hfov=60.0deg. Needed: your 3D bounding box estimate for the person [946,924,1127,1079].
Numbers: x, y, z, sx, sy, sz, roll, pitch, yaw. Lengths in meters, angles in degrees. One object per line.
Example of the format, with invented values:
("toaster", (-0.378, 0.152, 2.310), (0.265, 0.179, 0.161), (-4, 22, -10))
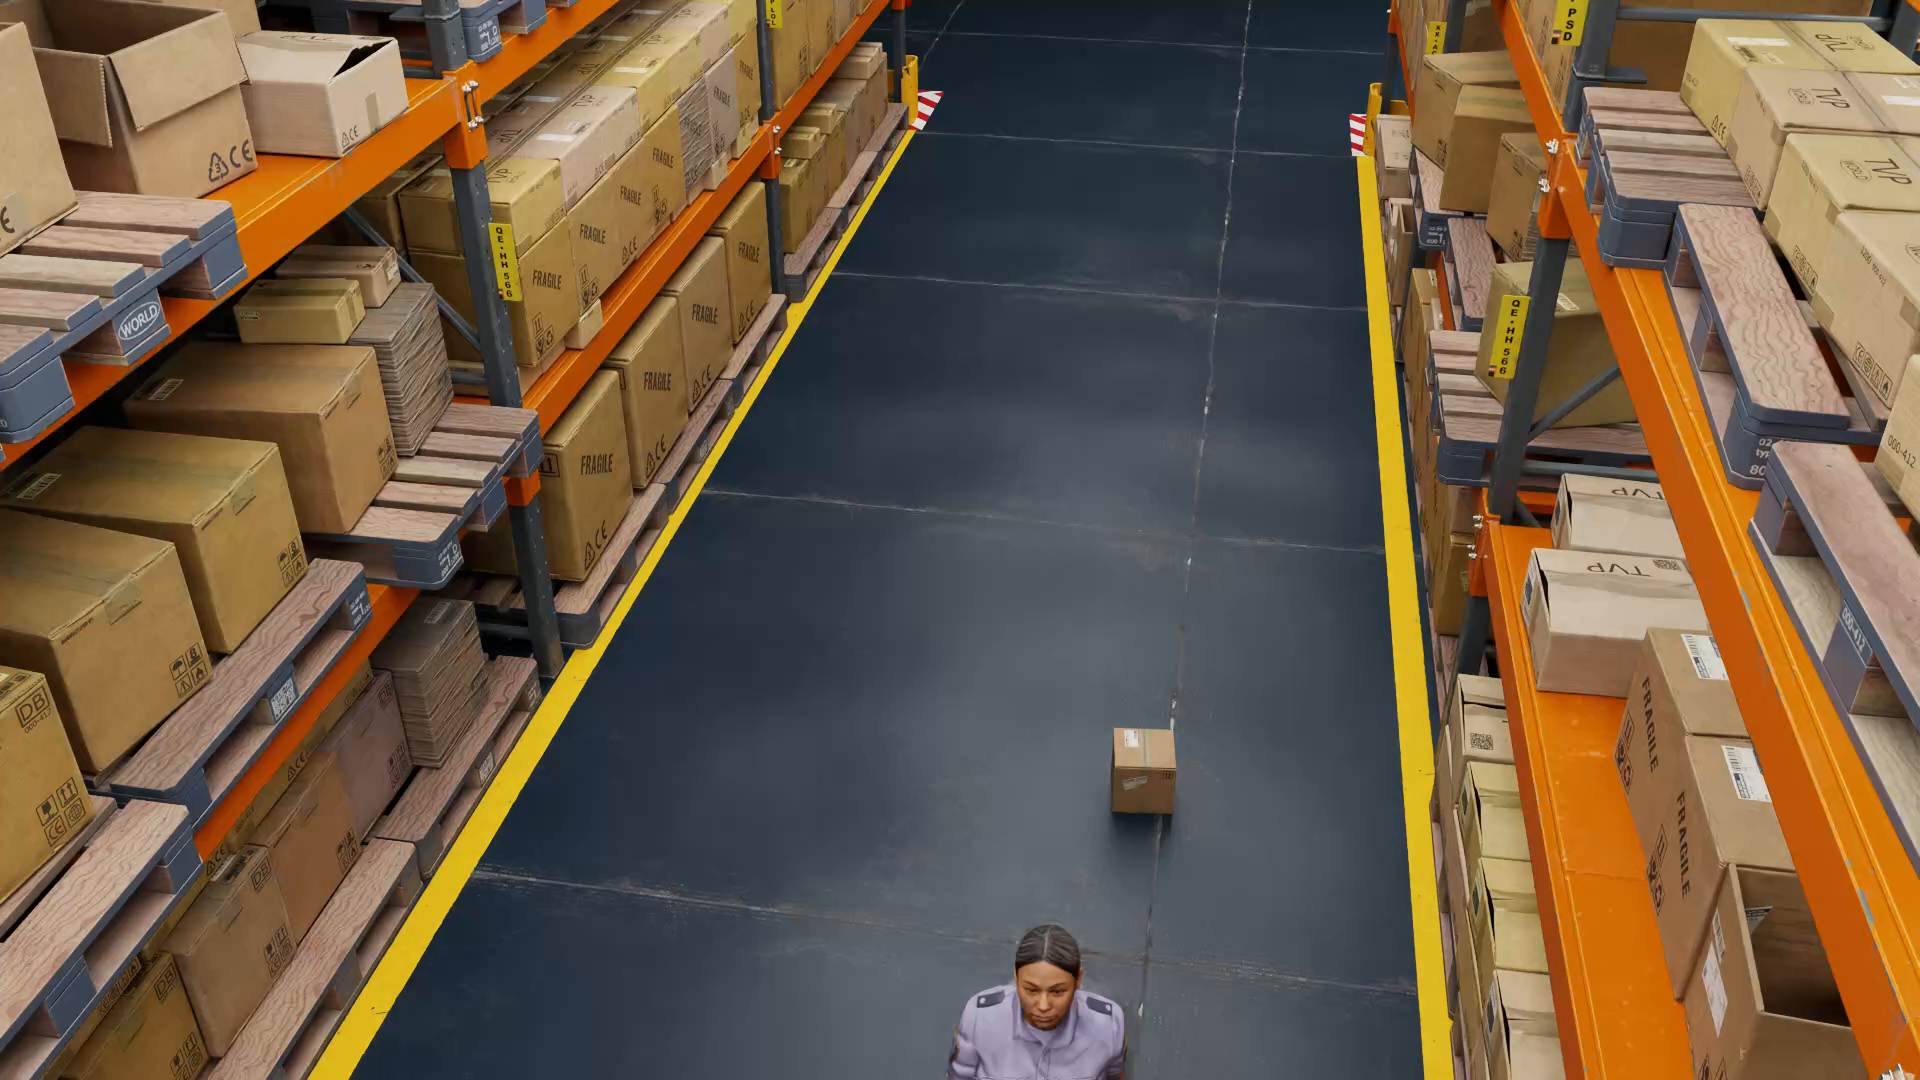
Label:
("person", (0.193, 1.668, 4.550), (0.473, 1.594, 1.006), (5, 33, 8))
